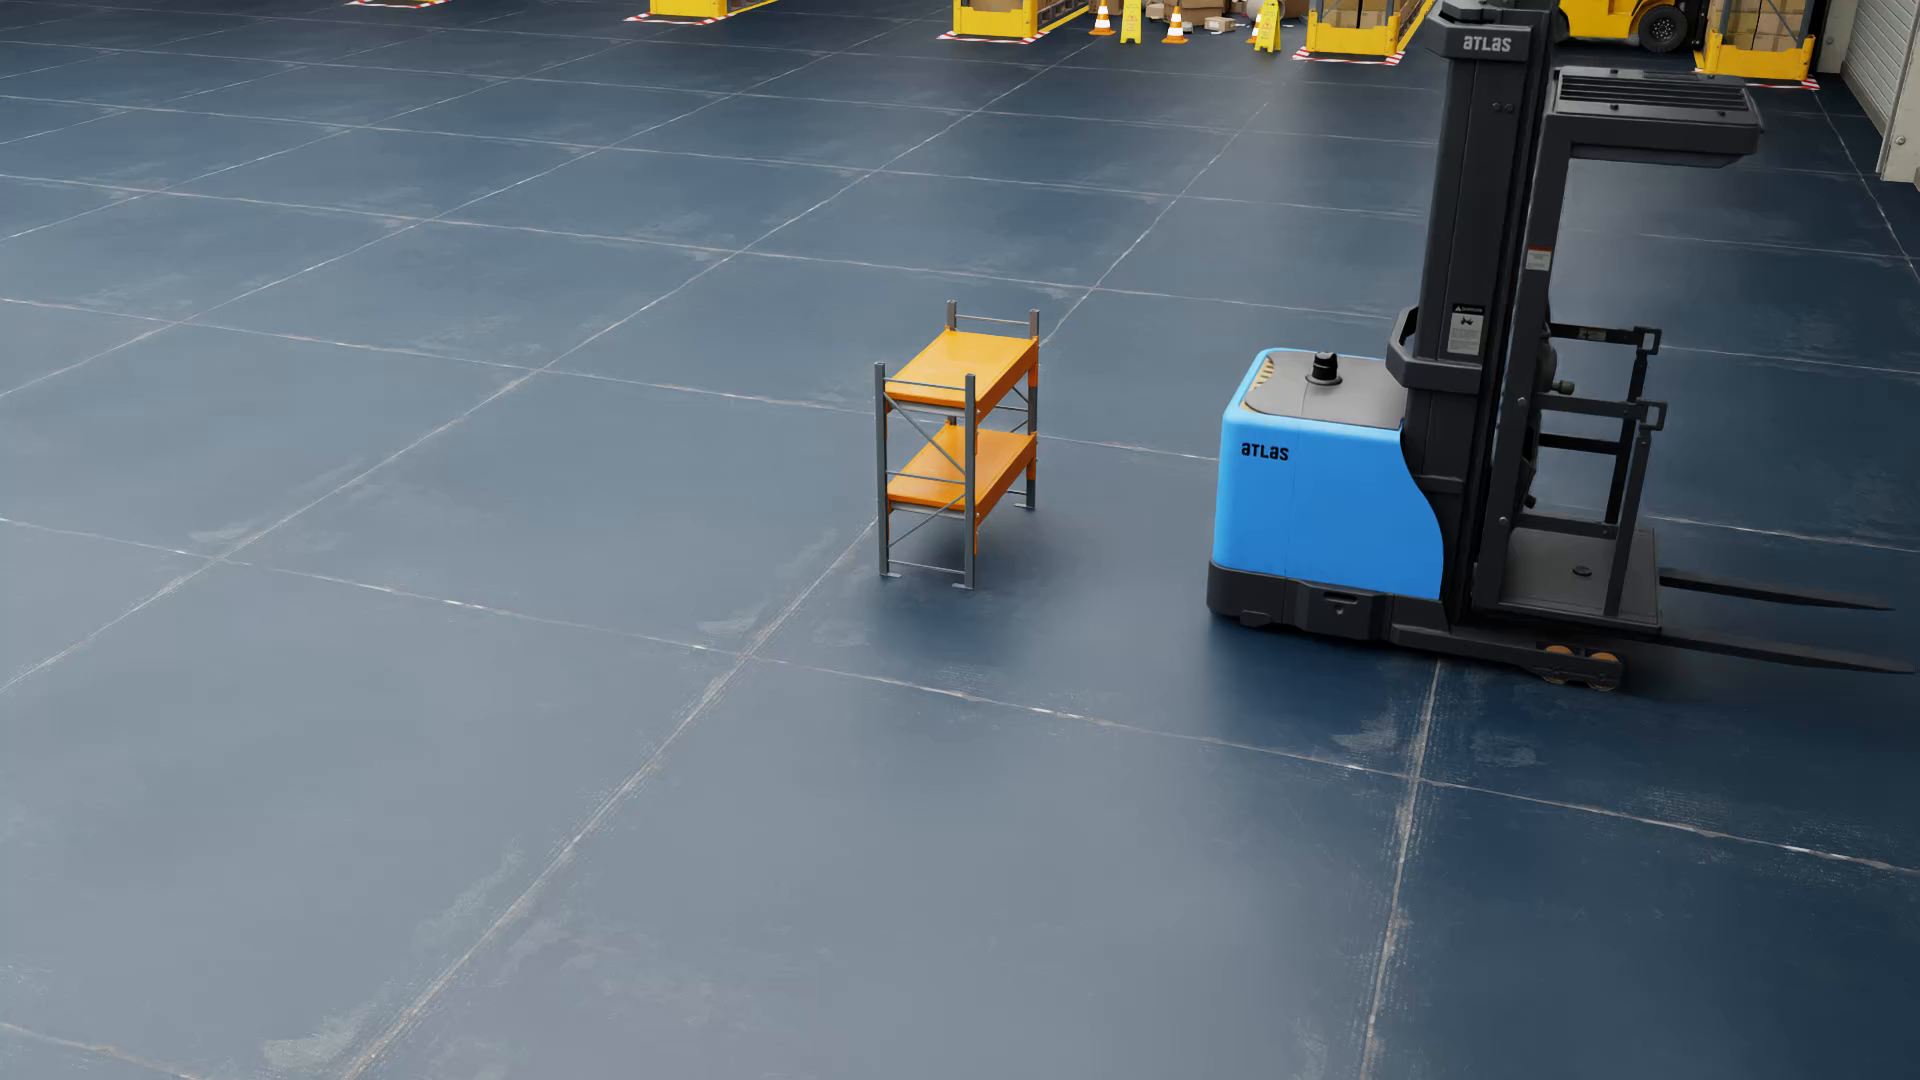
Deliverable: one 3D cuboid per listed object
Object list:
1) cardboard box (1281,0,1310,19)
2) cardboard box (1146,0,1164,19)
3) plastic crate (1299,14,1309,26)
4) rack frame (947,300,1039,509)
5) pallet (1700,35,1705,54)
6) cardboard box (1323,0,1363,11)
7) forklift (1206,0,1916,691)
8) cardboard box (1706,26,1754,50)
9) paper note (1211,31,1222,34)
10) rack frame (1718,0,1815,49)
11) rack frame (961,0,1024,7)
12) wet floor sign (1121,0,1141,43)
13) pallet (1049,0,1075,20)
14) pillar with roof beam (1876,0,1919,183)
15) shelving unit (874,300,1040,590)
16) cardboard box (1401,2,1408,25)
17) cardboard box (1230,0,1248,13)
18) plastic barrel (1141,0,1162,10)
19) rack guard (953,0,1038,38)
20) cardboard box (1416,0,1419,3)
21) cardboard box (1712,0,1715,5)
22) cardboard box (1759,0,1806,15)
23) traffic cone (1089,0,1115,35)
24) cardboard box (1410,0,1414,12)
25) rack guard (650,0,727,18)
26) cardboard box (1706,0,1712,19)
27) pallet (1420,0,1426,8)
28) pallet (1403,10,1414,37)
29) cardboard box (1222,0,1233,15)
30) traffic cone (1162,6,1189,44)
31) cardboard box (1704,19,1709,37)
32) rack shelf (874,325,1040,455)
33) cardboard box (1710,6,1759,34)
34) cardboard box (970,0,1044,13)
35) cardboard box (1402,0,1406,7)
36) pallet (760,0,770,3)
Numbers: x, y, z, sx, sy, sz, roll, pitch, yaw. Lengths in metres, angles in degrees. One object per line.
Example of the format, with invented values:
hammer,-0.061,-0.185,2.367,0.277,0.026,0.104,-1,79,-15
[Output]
cardboard box,4.899,-8.137,24.979,0.500,0.500,0.500,-14,29,-27
cardboard box,3.002,-7.976,24.919,0.396,0.266,0.258,14,29,26
plastic crate,5.243,-7.664,24.486,0.402,0.080,0.583,0,26,-1
rack frame,0.171,-0.718,8.942,0.500,1.125,0.032,9,27,17
pallet,10.512,-6.707,22.360,1.003,0.211,1.213,9,27,17
cardboard box,5.228,-7.516,22.644,0.500,0.500,0.500,9,27,18
forklift,2.751,-0.912,7.269,3.031,2.935,1.130,9,27,18
cardboard box,9.748,-6.332,21.060,0.500,0.250,0.500,9,27,18
paper note,3.645,-7.201,23.588,0.148,0.019,0.142,0,26,-1
rack frame,9.889,-7.142,20.058,1.000,3.000,0.127,9,27,17
rack frame,0.506,-8.536,22.939,1.000,3.000,0.127,9,27,17
wet floor sign,2.363,-7.178,22.834,0.267,0.644,0.232,4,26,8
pallet,1.106,-8.121,25.281,1.003,0.211,1.213,9,27,17
pillar with roof beam,4.915,-8.156,15.269,9.100,9.000,0.400,9,27,17
shelving unit,0.002,-0.509,8.511,0.538,1.125,1.048,9,27,17
cardboard box,5.913,-7.312,23.082,0.500,0.250,0.500,10,27,19
cardboard box,4.243,-8.250,25.484,0.258,0.266,0.396,-9,27,-18
plastic barrel,2.906,-8.332,25.473,0.421,0.421,0.512,-14,29,-27
rack guard,0.498,-7.402,23.463,1.175,0.500,0.348,9,27,17
cardboard box,6.595,-8.173,24.862,0.500,0.250,0.500,10,28,20
cardboard box,9.913,-6.988,21.268,0.500,0.250,0.500,9,27,18
cardboard box,10.228,-6.713,20.700,0.500,0.250,0.500,8,27,17
traffic cone,2.021,-7.407,23.517,0.336,0.463,0.334,9,27,17
cardboard box,6.254,-7.745,23.977,0.500,0.250,0.500,9,27,18
rack guard,-4.113,-8.203,25.119,1.175,0.500,0.348,9,27,17
cardboard box,10.085,-6.983,21.831,0.500,0.250,0.500,8,27,16
pallet,6.796,-8.569,26.206,1.003,0.211,1.213,9,27,17
pallet,5.944,-7.465,23.925,1.003,0.211,1.213,9,27,17
cardboard box,3.708,-8.272,25.102,0.797,0.637,0.503,9,27,17
traffic cone,2.974,-7.103,22.890,0.336,0.463,0.334,9,27,17
cardboard box,10.097,-6.739,21.901,0.500,0.250,0.500,9,27,18
rack shelf,0.002,-0.772,8.383,0.538,0.278,1.000,9,27,17
cardboard box,9.756,-6.564,20.964,0.500,0.250,0.500,8,27,17
cardboard box,0.669,-8.057,23.906,0.875,0.875,0.875,9,27,18
cardboard box,5.914,-7.666,22.954,0.500,0.500,0.500,8,27,16
pallet,-3.401,-8.902,26.893,1.003,0.211,1.213,9,27,17
